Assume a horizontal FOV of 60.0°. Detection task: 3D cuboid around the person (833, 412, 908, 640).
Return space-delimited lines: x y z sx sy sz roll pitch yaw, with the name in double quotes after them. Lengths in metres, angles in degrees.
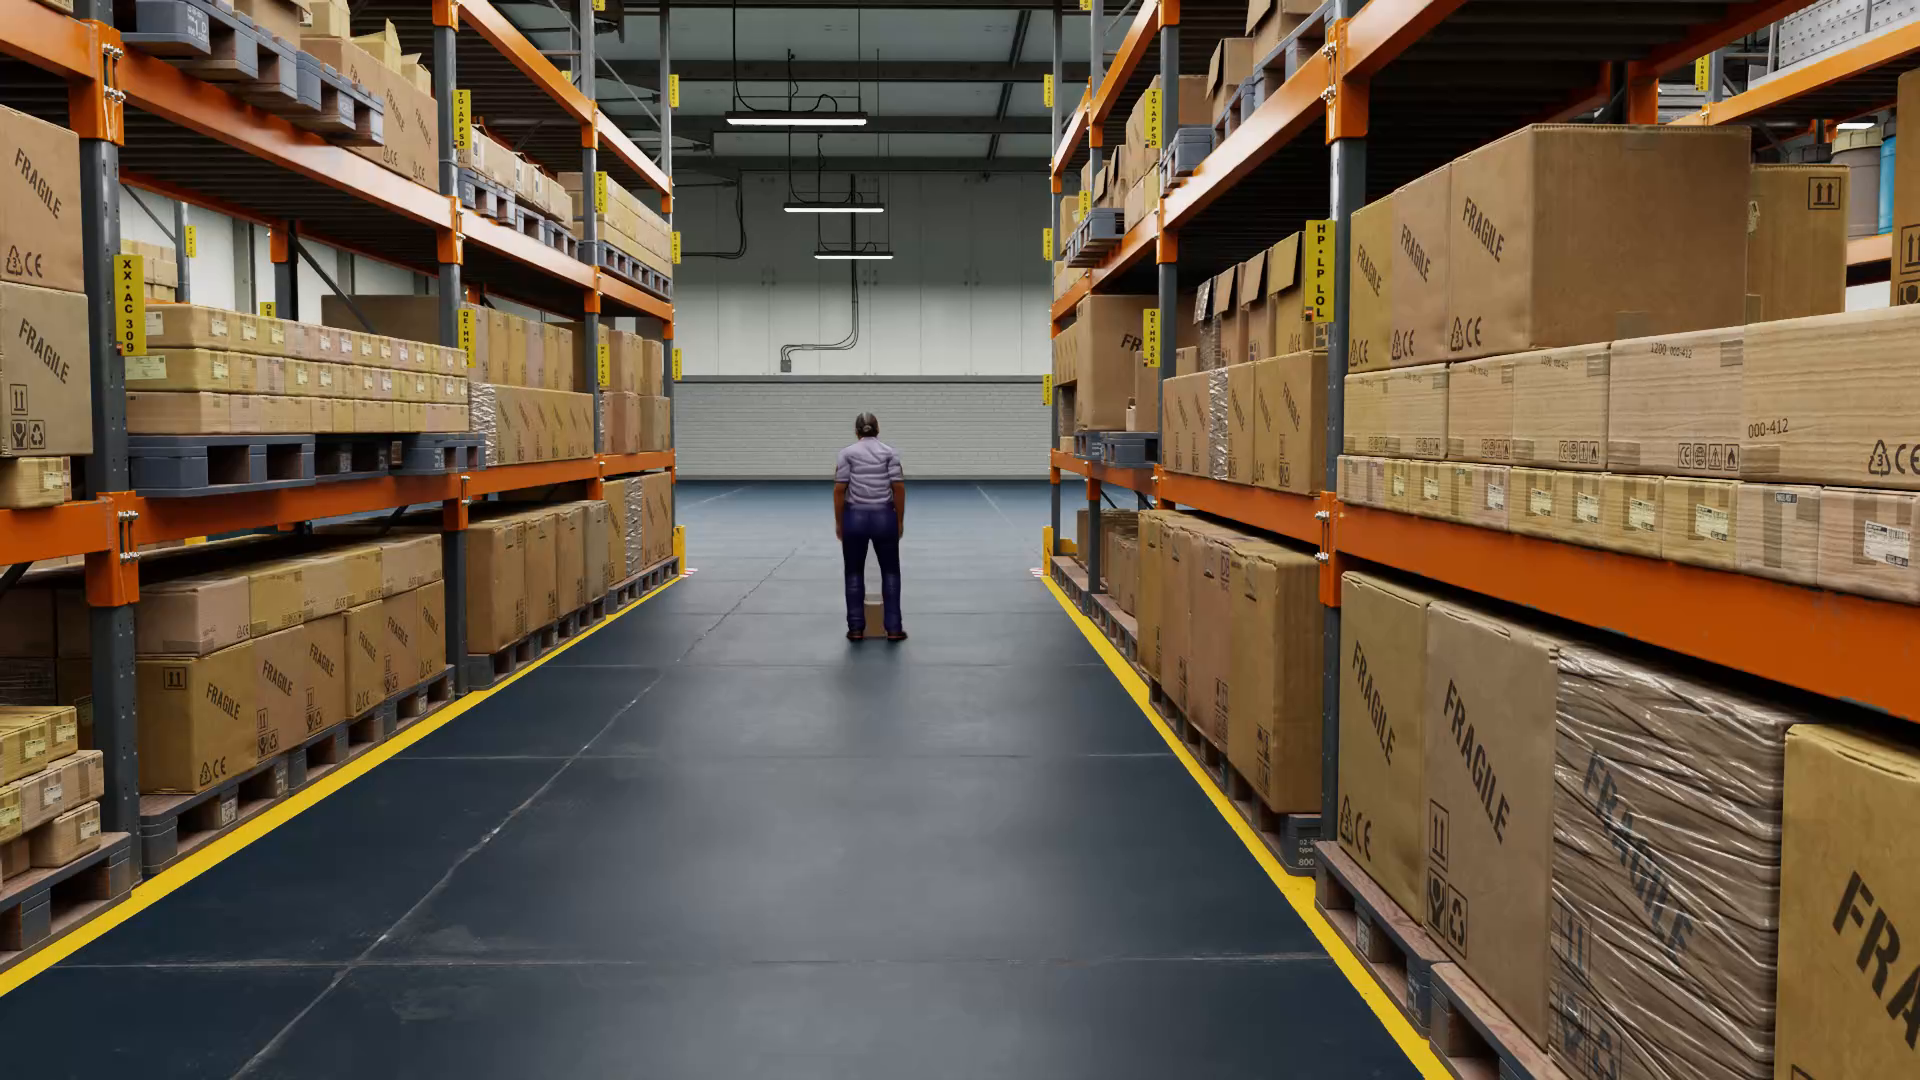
-0.647 -0.100 12.041 0.542 1.652 0.413 0 4 -2 "person"
